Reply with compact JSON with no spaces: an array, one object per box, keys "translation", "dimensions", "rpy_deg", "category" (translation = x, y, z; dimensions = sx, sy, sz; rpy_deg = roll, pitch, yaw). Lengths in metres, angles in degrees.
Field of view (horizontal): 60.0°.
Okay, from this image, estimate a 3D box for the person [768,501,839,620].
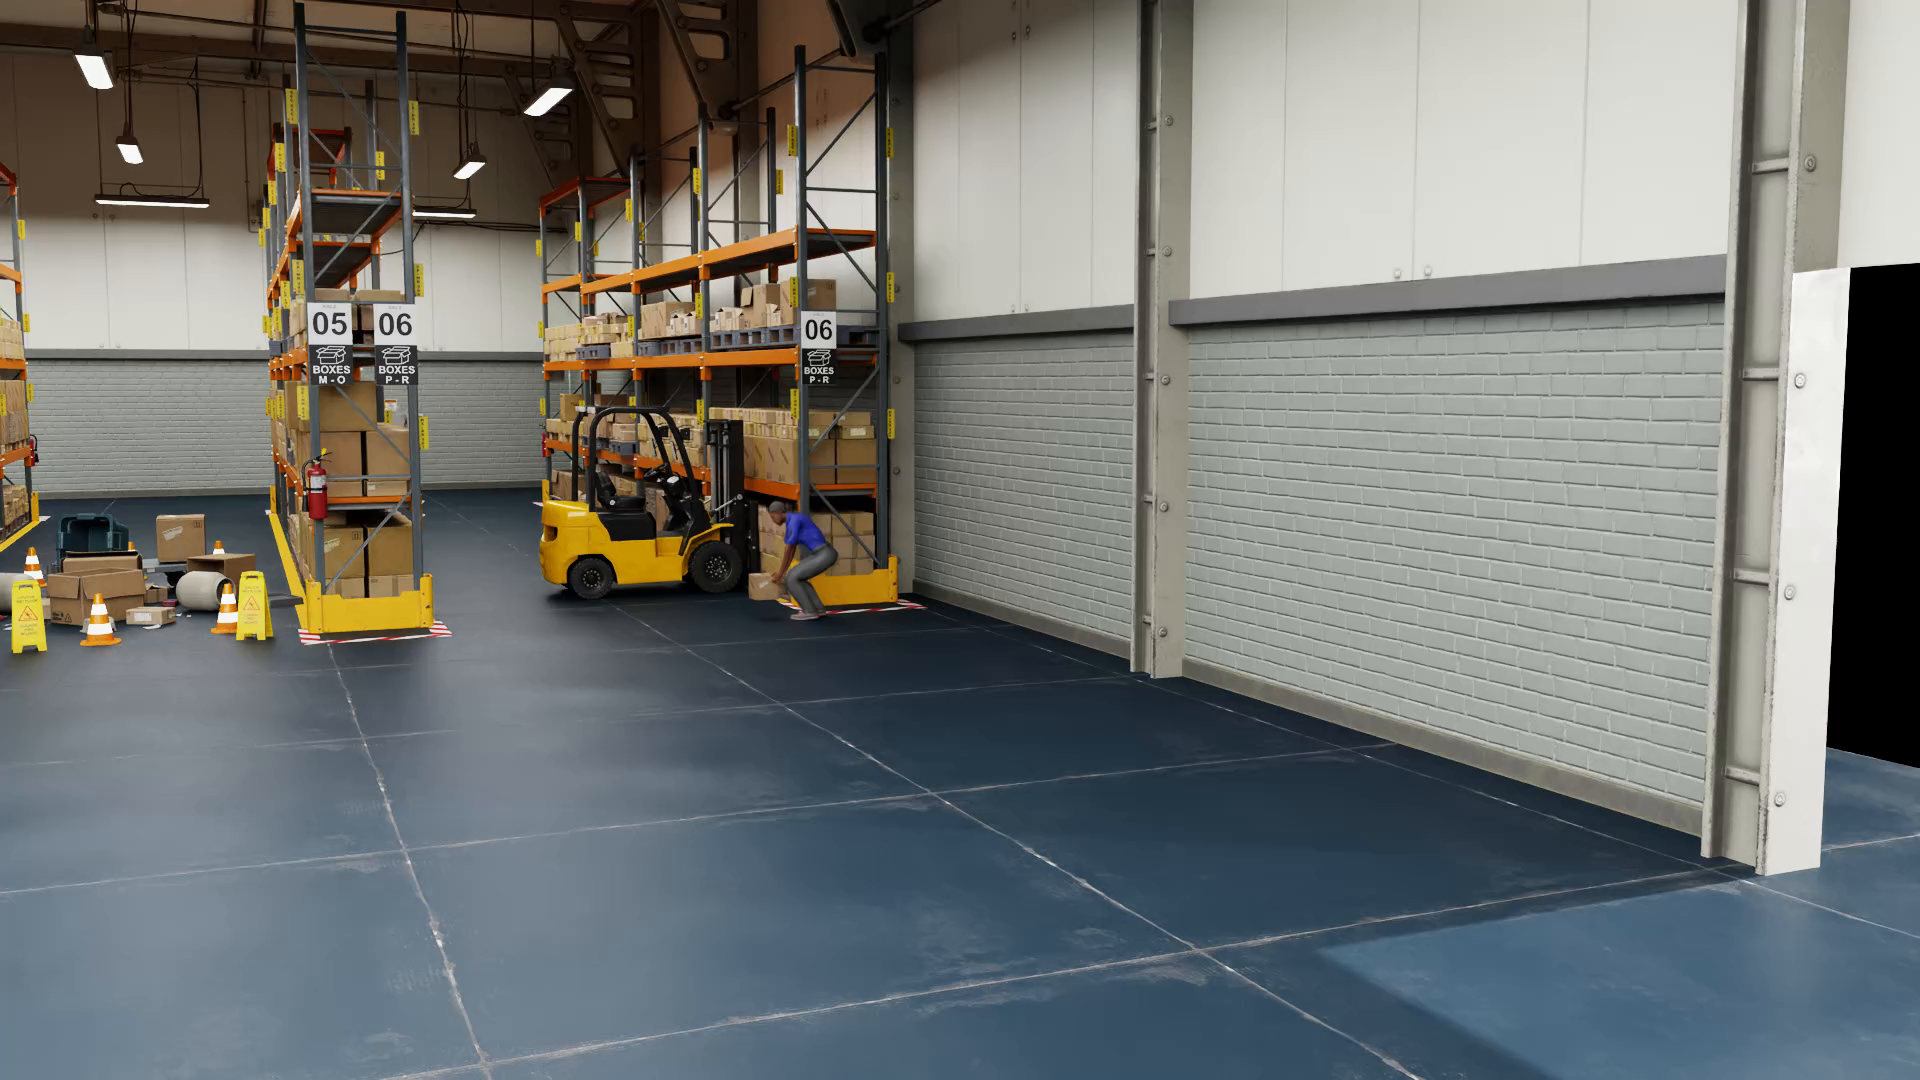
[{"translation":[-1.618,0.210,17.155],"dimensions":[0.706,1.223,0.501],"rpy_deg":[0,6,4],"category":"person"}]
